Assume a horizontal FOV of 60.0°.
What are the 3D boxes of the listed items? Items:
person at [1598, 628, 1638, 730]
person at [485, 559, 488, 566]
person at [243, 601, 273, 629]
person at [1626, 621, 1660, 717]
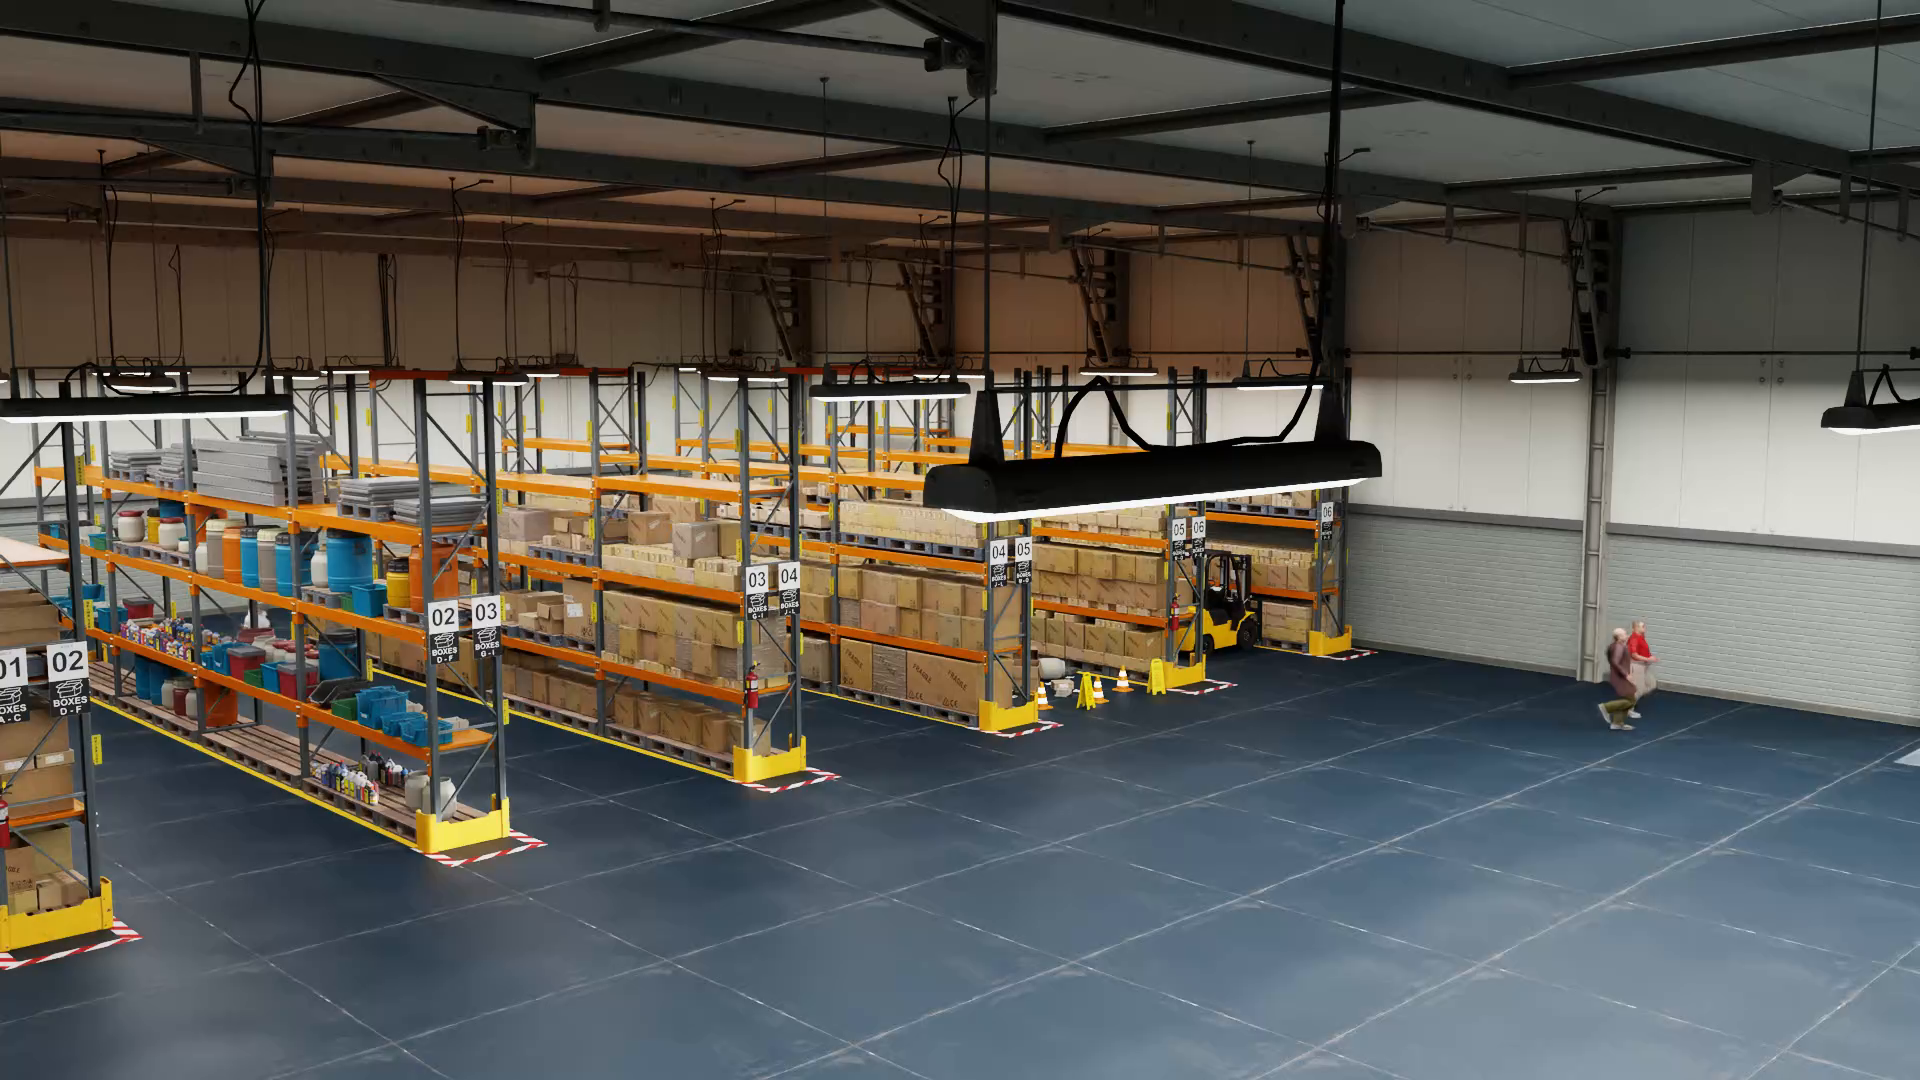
[{"bbox_3d":[11.026,2.331,27.871,0.640,1.727,0.707,1,7,9],"label":"person"},{"bbox_3d":[-11.543,1.005,40.391,0.727,1.549,0.655,-4,7,-30],"label":"person"},{"bbox_3d":[-13.428,1.944,31.731,0.867,1.664,0.593,4,8,32],"label":"person"},{"bbox_3d":[11.819,2.237,28.853,0.602,1.687,0.652,4,8,31],"label":"person"}]
